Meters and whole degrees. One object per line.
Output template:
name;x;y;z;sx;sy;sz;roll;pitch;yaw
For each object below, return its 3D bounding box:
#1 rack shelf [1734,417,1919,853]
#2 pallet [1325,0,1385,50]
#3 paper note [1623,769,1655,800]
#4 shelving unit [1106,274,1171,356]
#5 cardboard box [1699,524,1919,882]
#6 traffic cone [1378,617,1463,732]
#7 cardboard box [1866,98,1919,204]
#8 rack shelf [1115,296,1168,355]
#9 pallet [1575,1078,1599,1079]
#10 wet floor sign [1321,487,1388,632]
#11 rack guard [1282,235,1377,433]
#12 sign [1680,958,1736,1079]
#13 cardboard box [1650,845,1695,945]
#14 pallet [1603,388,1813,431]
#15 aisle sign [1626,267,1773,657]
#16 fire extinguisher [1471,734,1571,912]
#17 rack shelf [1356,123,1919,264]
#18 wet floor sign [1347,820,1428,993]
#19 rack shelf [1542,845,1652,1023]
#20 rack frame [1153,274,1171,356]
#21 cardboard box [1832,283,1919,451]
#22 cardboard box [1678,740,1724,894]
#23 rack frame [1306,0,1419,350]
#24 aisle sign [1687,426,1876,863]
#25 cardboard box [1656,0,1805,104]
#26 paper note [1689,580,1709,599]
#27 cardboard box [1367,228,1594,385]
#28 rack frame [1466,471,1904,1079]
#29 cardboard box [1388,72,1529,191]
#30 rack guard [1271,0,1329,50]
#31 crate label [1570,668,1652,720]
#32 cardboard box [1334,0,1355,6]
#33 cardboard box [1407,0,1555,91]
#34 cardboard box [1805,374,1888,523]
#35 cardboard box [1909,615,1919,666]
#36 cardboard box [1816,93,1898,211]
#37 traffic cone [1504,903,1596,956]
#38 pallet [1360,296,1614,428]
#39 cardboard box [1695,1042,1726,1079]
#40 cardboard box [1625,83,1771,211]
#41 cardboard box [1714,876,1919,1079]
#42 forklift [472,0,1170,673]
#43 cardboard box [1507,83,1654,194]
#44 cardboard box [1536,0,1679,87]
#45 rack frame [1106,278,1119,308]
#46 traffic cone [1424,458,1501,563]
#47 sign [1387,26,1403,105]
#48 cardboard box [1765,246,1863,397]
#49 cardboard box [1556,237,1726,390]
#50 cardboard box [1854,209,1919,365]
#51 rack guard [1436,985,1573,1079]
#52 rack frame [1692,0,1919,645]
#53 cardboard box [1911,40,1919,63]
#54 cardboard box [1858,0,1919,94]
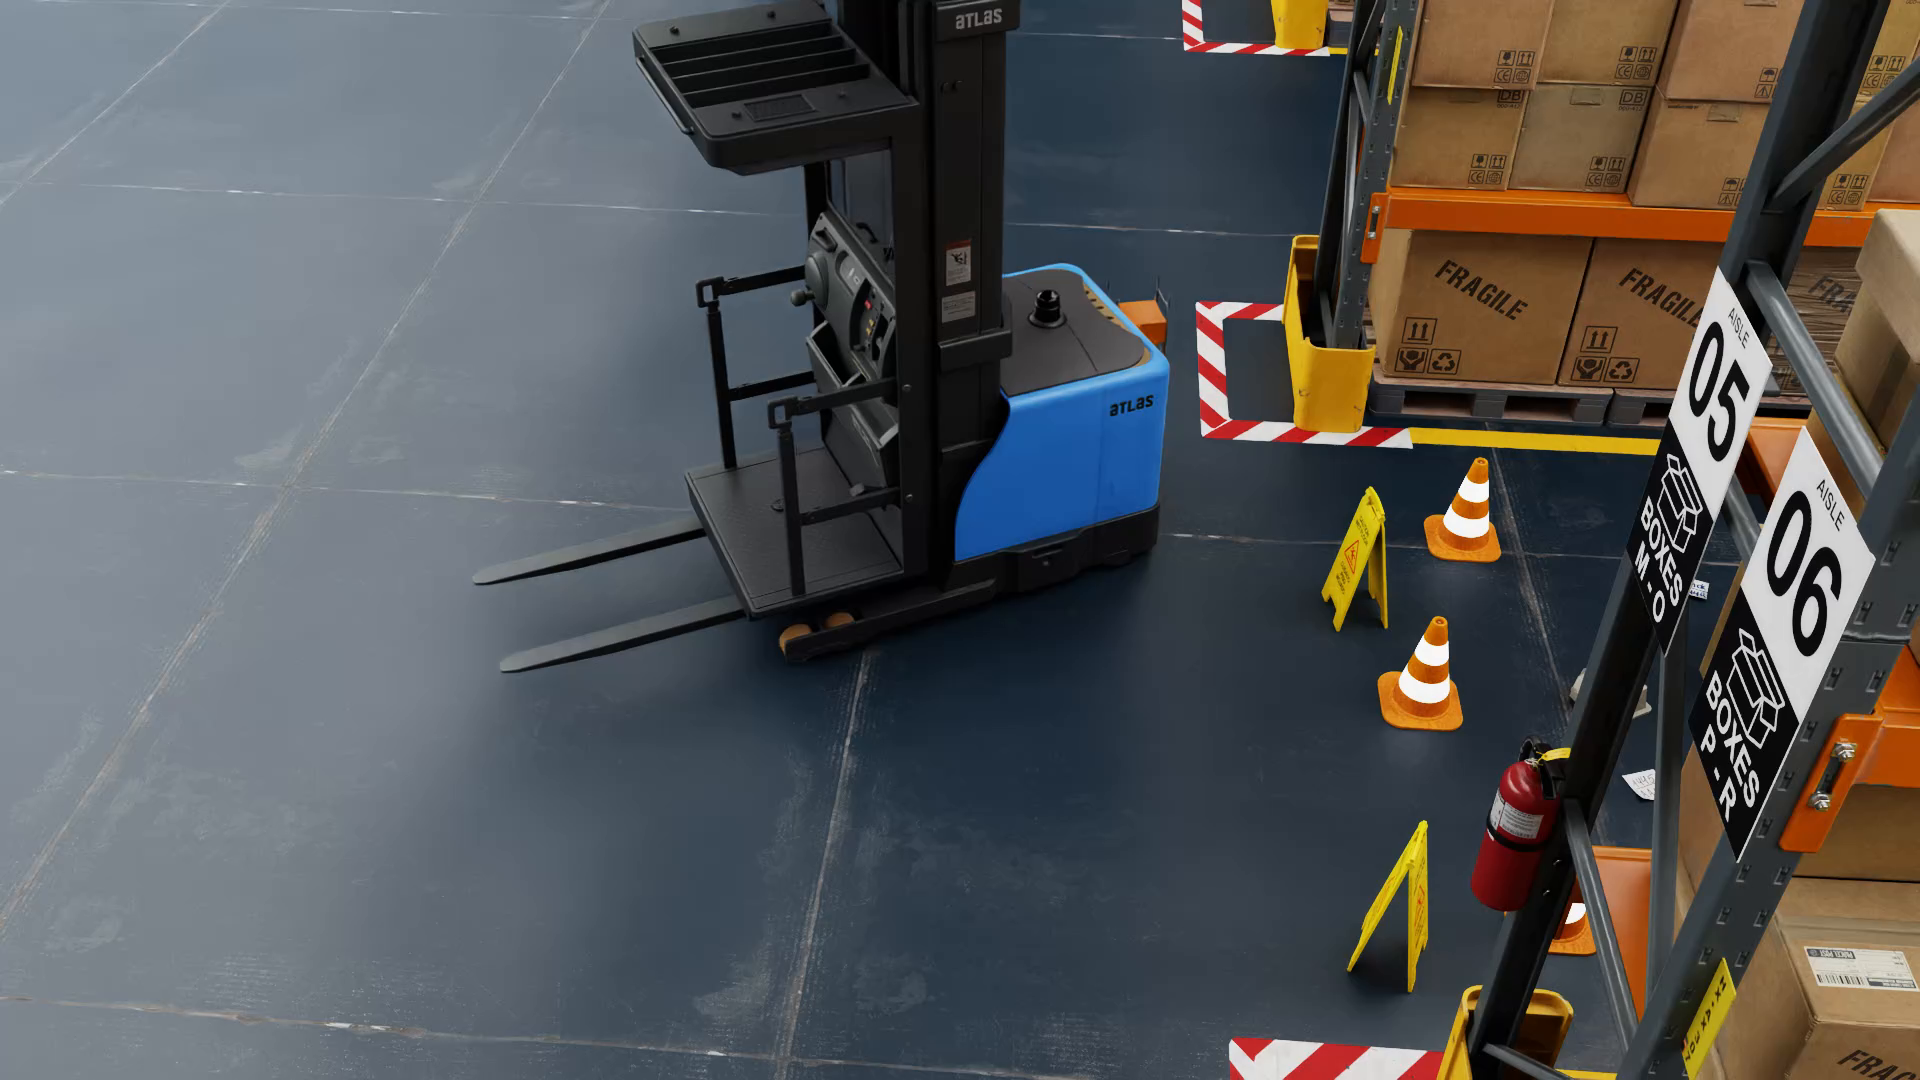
rack shelf;3.650;0.256;3.424;4.000;0.370;1.077;3;39;4
pallet;3.394;-4.049;12.728;1.213;0.211;1.003;3;39;4
paper note;2.771;0.982;6.689;0.142;0.019;0.148;-10;40;-12
shelving unit;0.827;-0.765;8.028;0.252;1.050;0.215;-7;40;-8
cardboard box;2.185;0.380;3.971;0.500;0.500;0.700;2;39;3
traffic cone;1.954;0.511;6.927;0.334;0.463;0.336;3;39;4
cardboard box;4.522;-2.060;7.956;0.550;0.550;0.875;3;39;4
rack shelf;0.827;-0.977;7.856;0.240;0.259;0.215;-7;40;-8
pallet;2.539;2.183;5.071;1.213;0.211;1.003;3;39;4
wet floor sign;1.784;0.069;7.324;0.232;0.644;0.267;-3;39;-4
rack guard;1.960;-1.119;8.900;0.348;0.500;1.175;3;39;4
sign;1.611;1.037;3.585;0.005;0.325;0.100;3;39;4
cardboard box;2.048;1.014;4.497;0.250;0.149;0.380;4;39;5
pallet;3.999;-0.944;8.913;1.213;0.211;1.003;3;39;4
aisle sign;1.620;-0.163;3.685;0.004;0.787;0.394;3;39;4
fire extinguisher;1.583;0.765;4.666;0.183;0.674;0.296;3;39;4
rack shelf;3.976;-1.700;8.202;4.000;0.370;1.077;3;39;4
wet floor sign;1.560;1.261;5.860;0.232;0.644;0.267;16;42;19
rack shelf;3.650;1.419;4.371;4.000;0.370;1.077;3;39;4
rack frame;0.947;-0.778;8.045;0.008;1.050;0.200;-7;40;-8
cardboard box;2.190;-0.331;3.458;0.500;0.250;0.500;3;39;3
cardboard box;2.222;0.733;4.329;0.500;0.500;0.500;2;39;3
rack frame;1.984;-2.087;8.109;0.127;3.000;1.000;3;39;4
aisle sign;1.569;0.215;3.221;0.004;0.787;0.394;3;39;4
cardboard box;3.452;-2.432;7.558;0.550;0.550;0.875;3;39;4
paper note;3.358;0.216;7.633;0.142;0.017;0.144;16;42;19
cardboard box;2.665;-1.431;8.653;0.875;0.875;0.875;3;39;4
rack frame;1.657;1.031;4.277;0.127;3.000;1.000;3;39;4
cardboard box;2.357;-2.154;8.072;0.550;0.550;0.875;3;39;4
rack guard;2.588;-4.228;12.719;0.348;0.500;1.175;3;39;4
crate label;2.743;0.641;7.025;0.298;0.136;0.250;-16;42;-19
cardboard box;3.133;-4.350;12.536;0.500;0.500;0.500;10;40;12
cardboard box;2.350;-2.520;7.666;0.550;0.550;0.875;3;39;4
cardboard box;2.037;-0.191;3.602;0.250;0.149;0.380;3;39;4
cardboard box;1.960;0.188;3.137;0.250;0.149;0.380;3;39;4
cardboard box;3.986;-2.025;7.914;0.500;0.550;0.875;3;39;4
traffic cone;2.197;1.227;6.046;0.334;0.463;0.336;3;39;4
pallet;2.787;-1.012;8.996;1.213;0.211;1.003;3;39;4
cardboard box;1.978;1.277;4.174;0.250;0.149;0.380;3;39;4
cardboard box;3.454;-2.028;7.917;0.550;0.550;0.875;3;39;4
cardboard box;2.105;1.077;3.906;0.500;0.500;0.500;3;39;3
forklift;-0.639;-0.984;6.808;3.031;2.935;1.130;-15;42;-18
cardboard box;2.907;-2.138;8.052;0.550;0.550;0.875;3;39;4
cardboard box;2.906;-2.548;7.700;0.550;0.550;0.875;3;39;4
rack frame;0.707;-0.751;8.011;0.008;1.050;0.200;-7;40;-8
traffic cone;2.390;-0.182;7.777;0.334;0.463;0.336;3;39;4
sign;1.930;-2.105;7.382;0.005;0.325;0.100;3;39;4
cardboard box;4.450;-1.333;8.533;0.875;0.875;0.875;3;39;4
cardboard box;3.542;-1.384;8.596;0.875;0.875;0.875;3;39;3
cardboard box;2.020;-0.511;3.364;0.250;0.149;0.380;3;39;4
rack guard;1.733;2.005;5.061;0.348;0.500;1.175;3;39;4
rack frame;1.657;-1.295;2.384;0.127;3.000;1.000;3;39;4
cardboard box;4.520;-2.461;7.594;0.550;0.550;0.875;3;39;4
cardboard box;3.991;-2.485;7.623;0.500;0.550;0.875;3;39;4
